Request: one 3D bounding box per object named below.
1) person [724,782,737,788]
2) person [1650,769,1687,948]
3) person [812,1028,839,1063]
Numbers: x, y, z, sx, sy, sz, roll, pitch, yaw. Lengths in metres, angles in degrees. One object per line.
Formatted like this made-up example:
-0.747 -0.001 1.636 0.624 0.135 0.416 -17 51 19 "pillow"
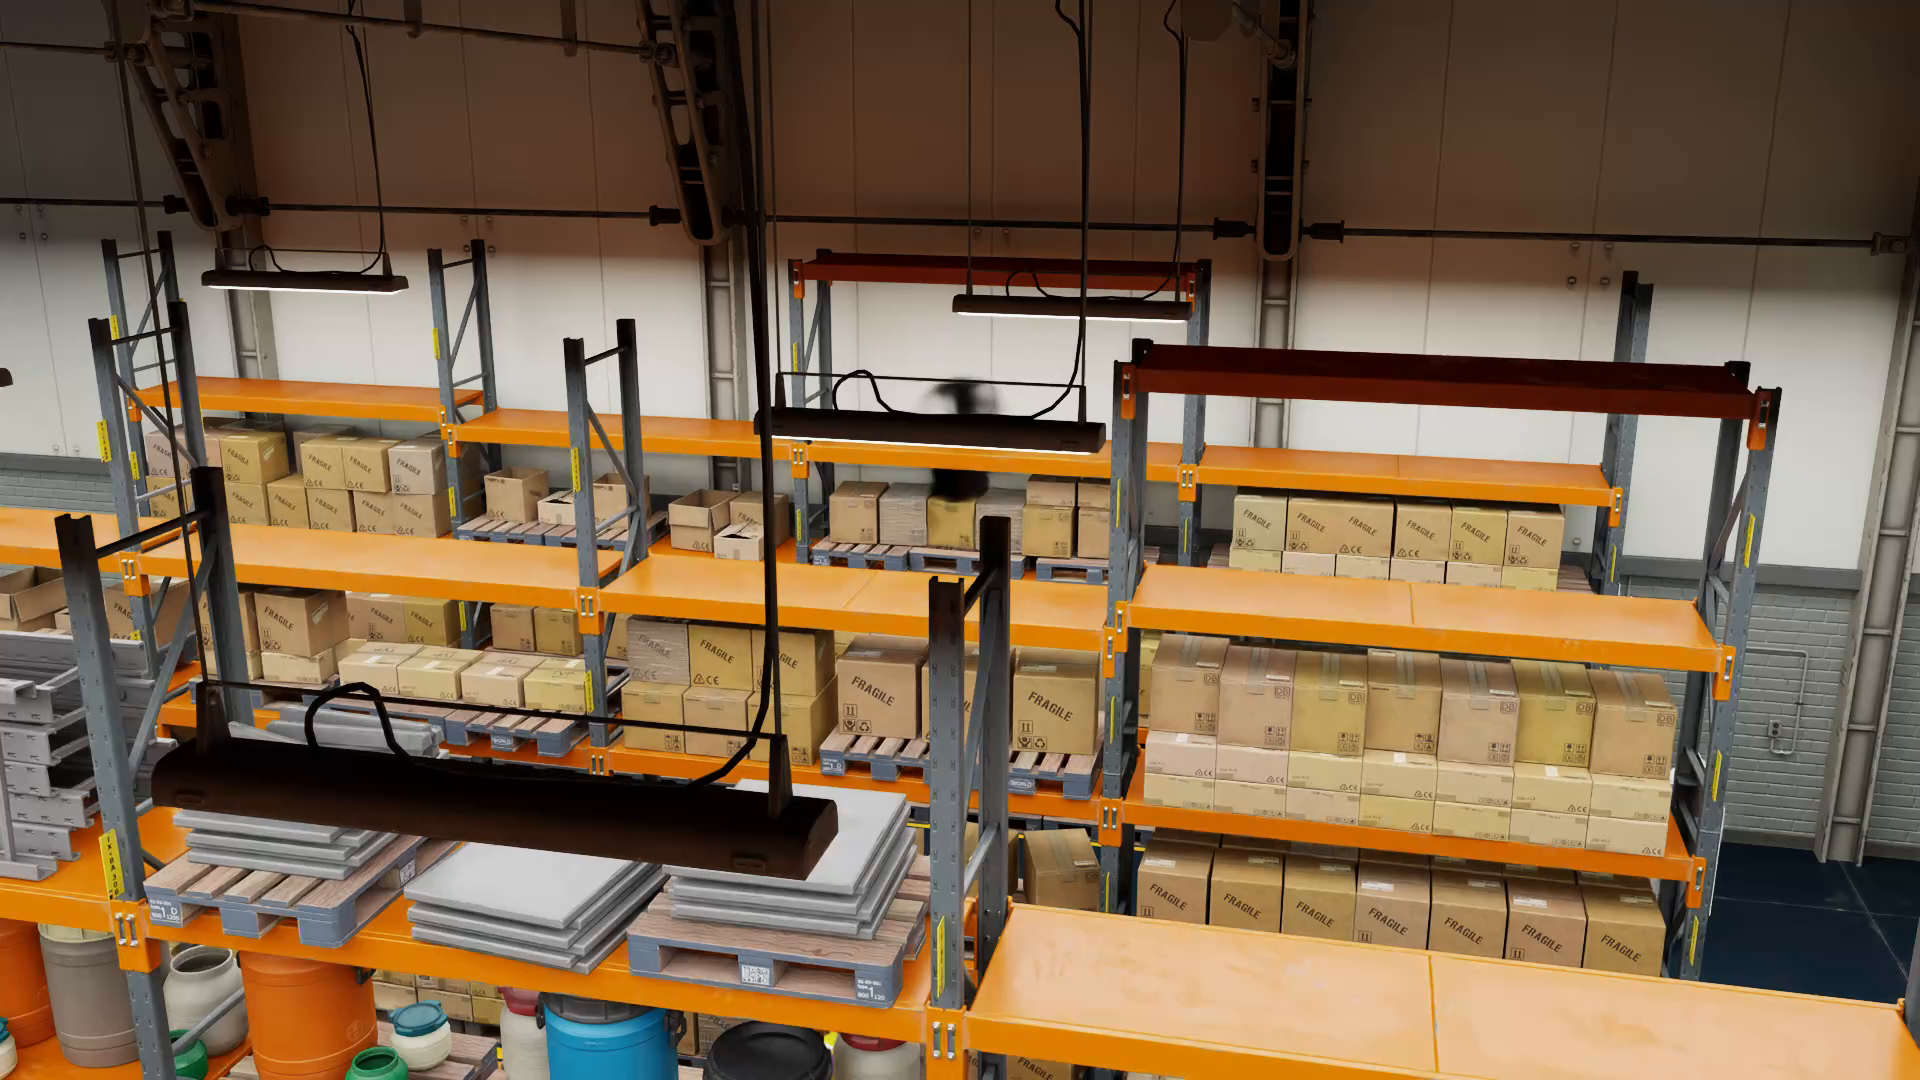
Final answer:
-2.162 2.540 16.786 0.774 1.692 0.745 9 18 28 "person"
6.529 2.933 15.286 0.596 1.732 0.700 -13 20 -37 "person"
-0.925 3.994 11.555 0.863 1.822 0.691 4 17 13 "person"
